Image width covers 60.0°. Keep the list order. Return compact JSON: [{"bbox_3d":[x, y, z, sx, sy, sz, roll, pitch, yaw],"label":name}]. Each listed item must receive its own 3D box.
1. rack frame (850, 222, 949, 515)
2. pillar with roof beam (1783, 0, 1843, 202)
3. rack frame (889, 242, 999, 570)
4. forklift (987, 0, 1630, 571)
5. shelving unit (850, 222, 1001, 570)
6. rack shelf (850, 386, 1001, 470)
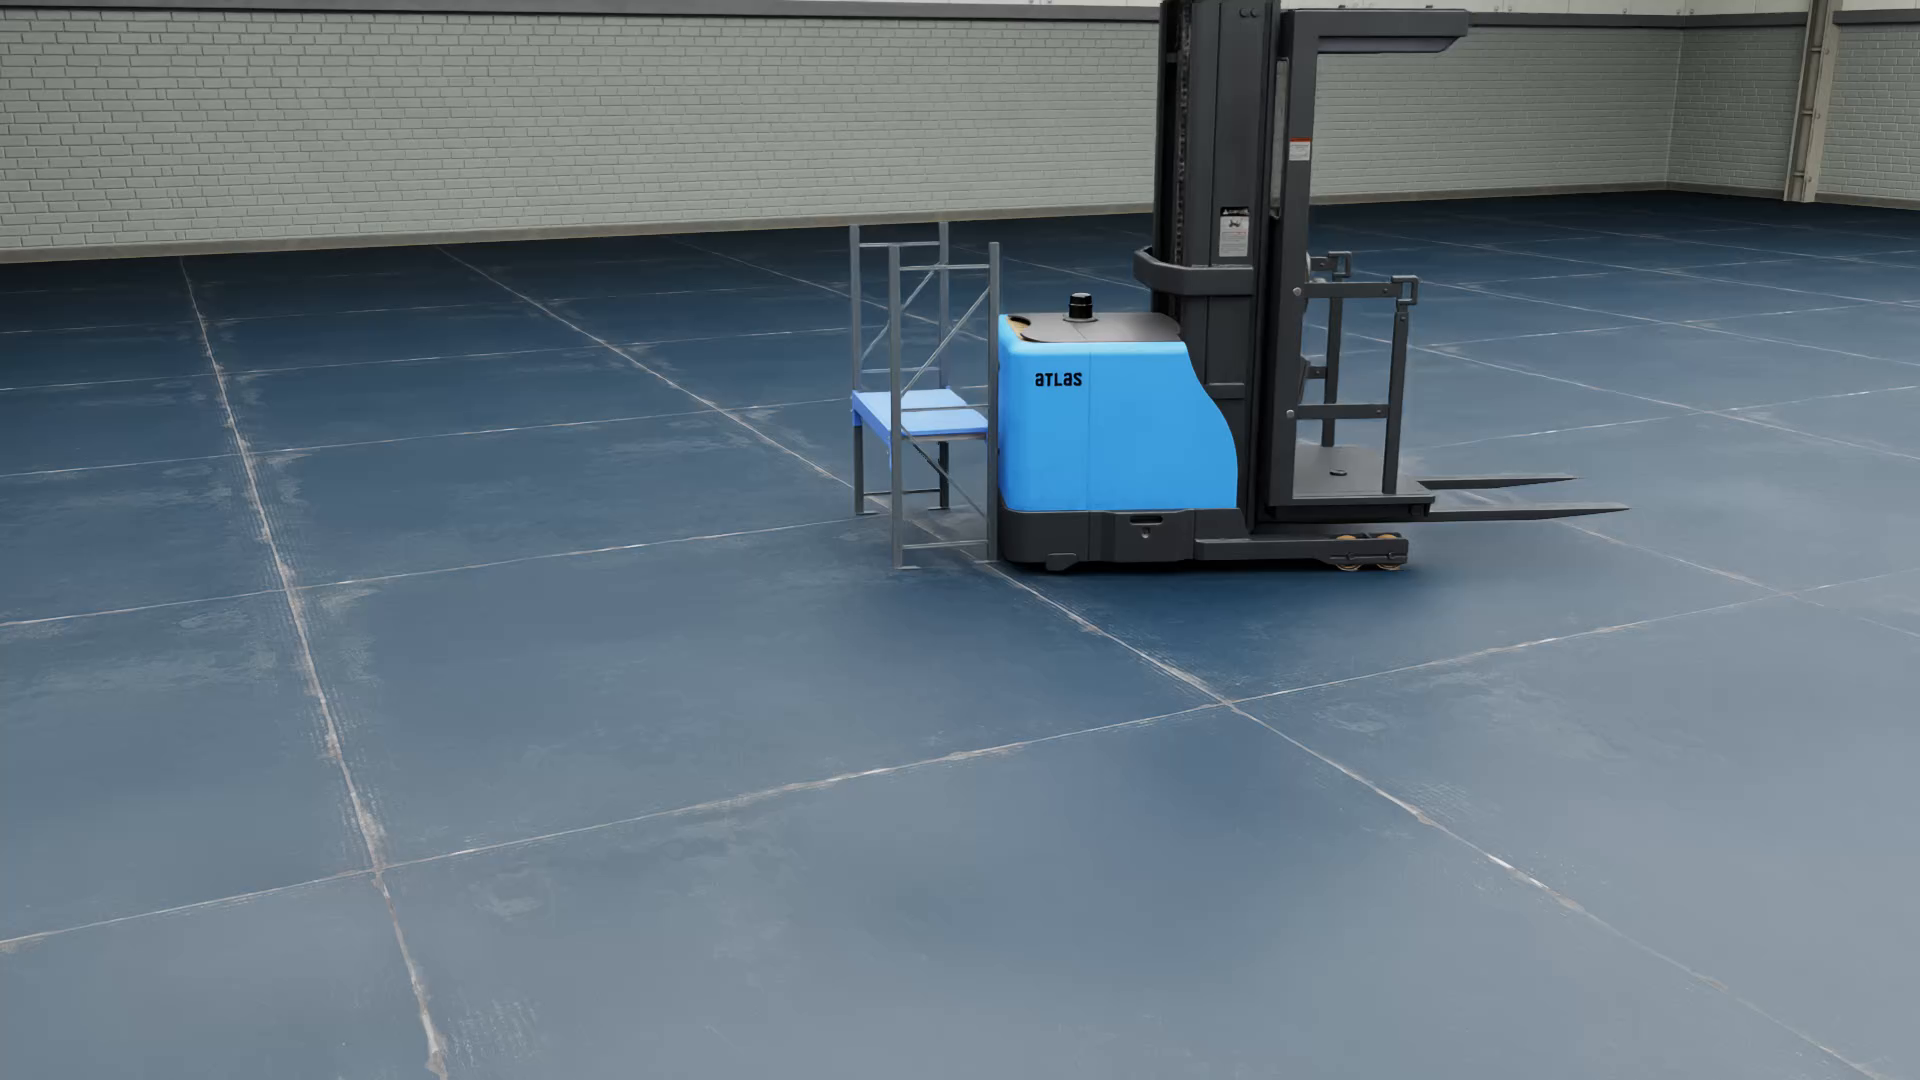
[{"bbox_3d":[-0.306,-0.872,8.570,0.500,1.500,0.032,-4,16,-13],"label":"rack frame"},{"bbox_3d":[10.487,-9.602,25.395,9.100,9.000,0.400,-8,18,-25],"label":"pillar with roof beam"},{"bbox_3d":[-0.069,-0.599,7.619,0.500,1.500,0.032,-4,16,-13],"label":"rack frame"},{"bbox_3d":[1.683,-1.408,7.842,3.031,2.935,1.130,-1,16,-4],"label":"forklift"},{"bbox_3d":[-0.188,-0.735,8.095,0.538,1.500,1.048,-4,16,-13],"label":"shelving unit"},{"bbox_3d":[-0.188,-0.563,8.144,0.538,0.185,1.000,-4,16,-13],"label":"rack shelf"}]
